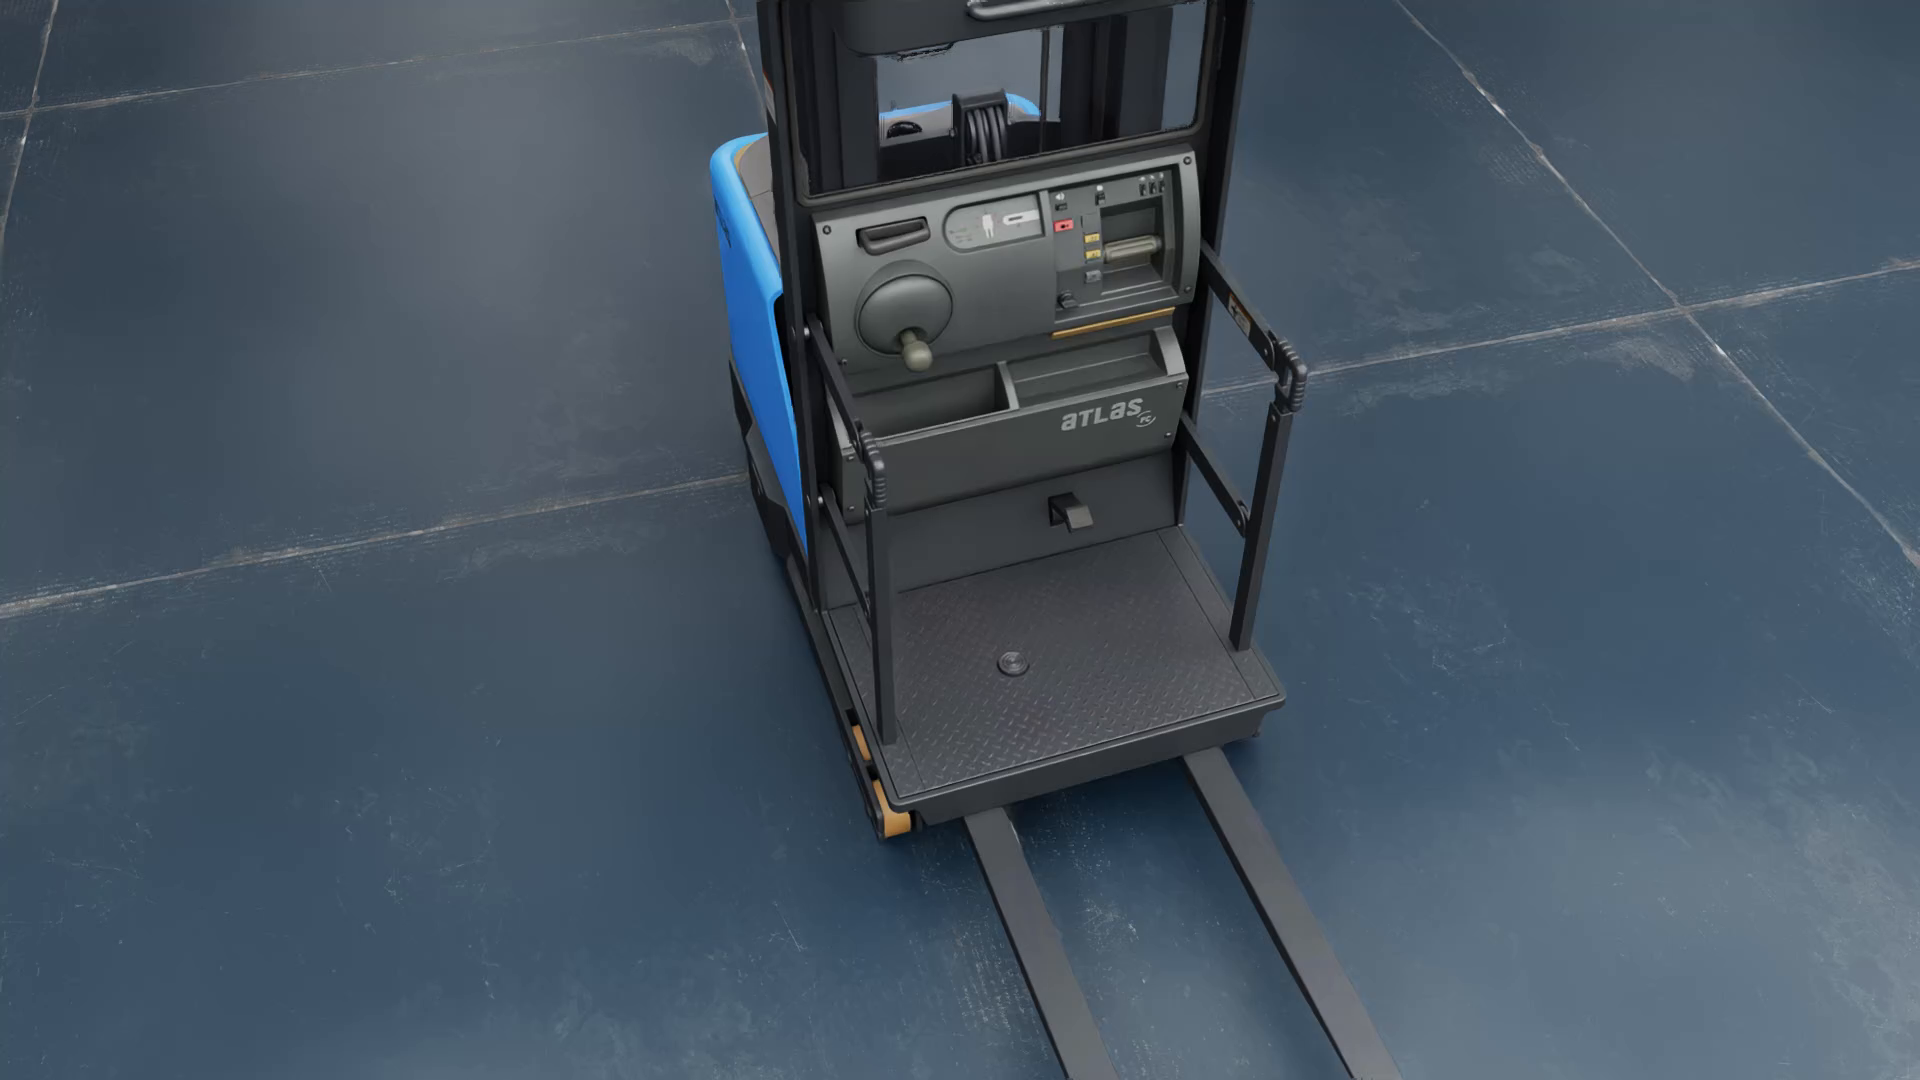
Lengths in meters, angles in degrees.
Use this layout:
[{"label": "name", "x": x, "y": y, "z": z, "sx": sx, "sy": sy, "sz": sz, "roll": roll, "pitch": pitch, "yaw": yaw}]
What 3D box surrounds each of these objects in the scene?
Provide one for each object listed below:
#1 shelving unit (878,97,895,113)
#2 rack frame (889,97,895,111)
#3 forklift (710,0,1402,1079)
[{"label": "shelving unit", "x": -0.330, "y": -1.033, "z": 5.522, "sx": 0.215, "sy": 1.050, "sz": 0.252, "roll": -14, "pitch": 45, "yaw": -13}, {"label": "rack frame", "x": -0.289, "y": -0.954, "z": 5.438, "sx": 0.200, "sy": 1.050, "sz": 0.008, "roll": -14, "pitch": 45, "yaw": -13}, {"label": "forklift", "x": 0.196, "y": -0.562, "z": 3.749, "sx": 1.130, "sy": 2.935, "sz": 3.031, "roll": -13, "pitch": 47, "yaw": -13}]
